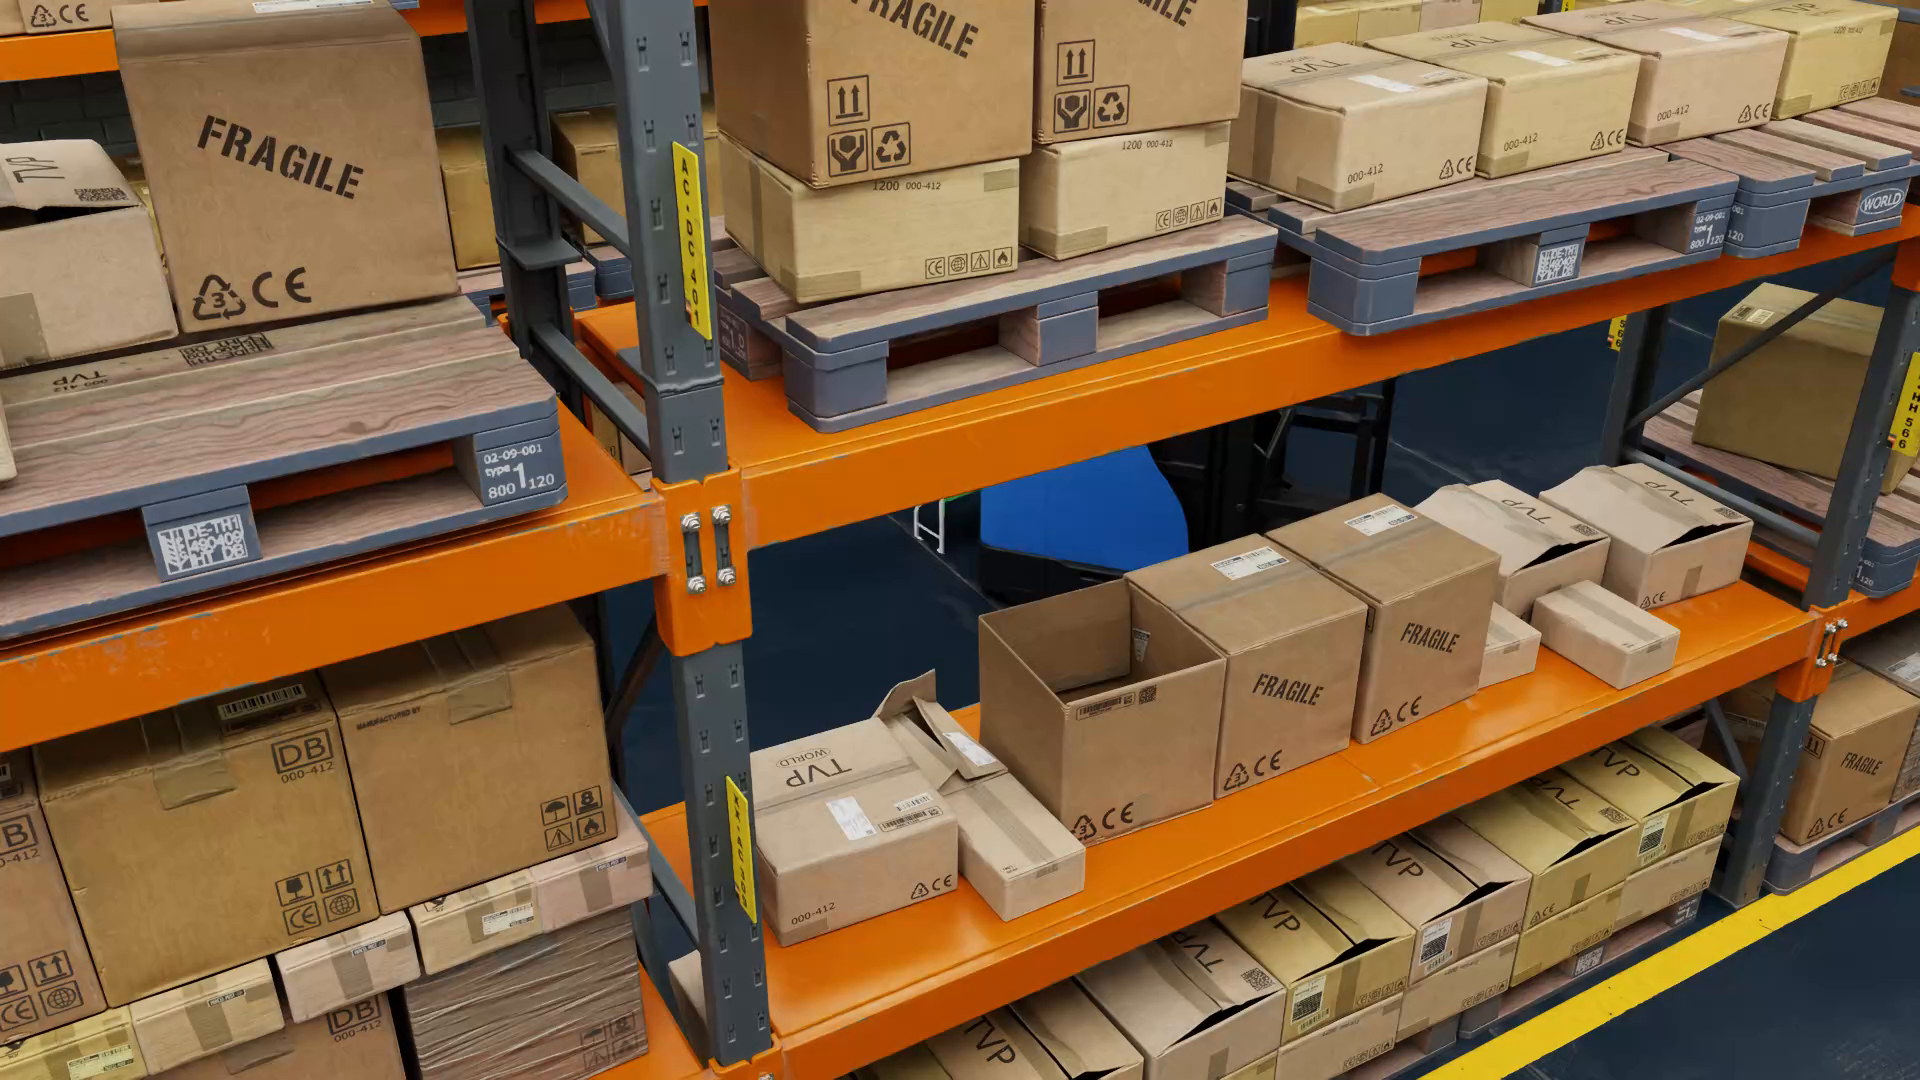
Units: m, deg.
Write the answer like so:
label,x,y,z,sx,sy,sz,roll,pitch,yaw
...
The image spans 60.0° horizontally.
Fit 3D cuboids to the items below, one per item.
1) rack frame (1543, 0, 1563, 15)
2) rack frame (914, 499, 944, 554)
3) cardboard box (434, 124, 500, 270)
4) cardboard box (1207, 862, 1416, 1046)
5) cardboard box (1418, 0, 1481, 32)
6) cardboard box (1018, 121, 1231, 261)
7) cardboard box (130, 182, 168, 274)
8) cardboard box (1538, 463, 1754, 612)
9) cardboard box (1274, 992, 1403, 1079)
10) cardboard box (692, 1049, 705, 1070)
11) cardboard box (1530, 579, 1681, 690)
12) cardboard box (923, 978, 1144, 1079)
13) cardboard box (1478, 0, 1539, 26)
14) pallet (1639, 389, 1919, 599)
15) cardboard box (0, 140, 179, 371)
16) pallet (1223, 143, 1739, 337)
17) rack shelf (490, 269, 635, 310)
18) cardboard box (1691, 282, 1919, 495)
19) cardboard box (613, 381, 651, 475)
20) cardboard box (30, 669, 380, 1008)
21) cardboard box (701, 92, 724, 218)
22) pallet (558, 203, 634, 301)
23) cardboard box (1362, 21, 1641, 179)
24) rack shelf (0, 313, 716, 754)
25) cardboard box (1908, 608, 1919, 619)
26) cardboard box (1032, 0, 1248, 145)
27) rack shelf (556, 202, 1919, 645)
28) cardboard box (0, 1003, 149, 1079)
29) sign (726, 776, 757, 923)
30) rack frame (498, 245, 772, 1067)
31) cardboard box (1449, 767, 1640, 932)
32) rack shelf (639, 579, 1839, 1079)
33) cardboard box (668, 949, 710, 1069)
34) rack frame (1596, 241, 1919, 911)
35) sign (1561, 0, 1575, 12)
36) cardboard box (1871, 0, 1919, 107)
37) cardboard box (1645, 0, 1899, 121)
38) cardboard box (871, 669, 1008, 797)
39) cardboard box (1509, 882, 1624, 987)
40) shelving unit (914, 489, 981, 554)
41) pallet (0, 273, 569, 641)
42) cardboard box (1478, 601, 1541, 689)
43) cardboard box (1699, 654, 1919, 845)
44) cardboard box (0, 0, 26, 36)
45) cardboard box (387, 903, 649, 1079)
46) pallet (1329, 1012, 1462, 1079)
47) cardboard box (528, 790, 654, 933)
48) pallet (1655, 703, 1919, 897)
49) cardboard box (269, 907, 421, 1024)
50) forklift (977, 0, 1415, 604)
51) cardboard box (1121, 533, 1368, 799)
label,x,y,z,sx,sy,sz,roll,pitch,yaw
rack frame,3.644,-3.187,11.420,0.127,3.000,1.000,-16,33,-26
rack frame,-0.161,-0.498,8.410,0.015,1.200,0.240,-21,35,-33
cardboard box,-2.312,-1.709,8.184,0.500,0.500,0.700,-12,31,-21
cardboard box,1.066,1.234,5.240,0.500,0.311,0.500,-15,32,-25
cardboard box,2.925,-3.356,10.518,0.500,0.250,0.500,-15,32,-25
cardboard box,0.267,-0.880,3.856,0.500,0.250,0.500,-19,34,-31
cardboard box,-3.505,-1.255,7.279,0.500,0.500,0.500,-16,33,-26
cardboard box,2.372,-0.035,5.801,0.500,0.311,0.500,-14,32,-23
cardboard box,1.058,1.482,5.371,0.500,0.250,0.500,-15,32,-25
cardboard box,-0.530,1.632,5.100,0.500,0.250,0.500,-16,33,-27
cardboard box,2.072,0.300,5.361,0.250,0.149,0.380,-16,33,-26
cardboard box,0.176,1.491,4.775,0.500,0.311,0.500,-16,33,-27
cardboard box,3.371,-3.477,10.738,0.500,0.250,0.500,-15,32,-25
pallet,3.257,-0.256,6.308,1.003,0.211,1.213,-16,33,-26
cardboard box,-1.774,-0.540,3.032,0.500,0.311,0.500,-18,34,-29
pallet,1.205,-0.897,4.362,1.213,0.211,1.003,-14,32,-24
rack shelf,-1.529,-1.403,8.933,4.000,0.370,1.077,-16,33,-26
cardboard box,3.194,-0.574,6.147,0.700,0.500,0.500,22,36,34
cardboard box,-1.747,-0.769,9.171,0.500,0.500,0.700,-15,32,-26
cardboard box,-1.555,0.458,3.370,0.500,0.500,0.700,-16,33,-26
cardboard box,-1.268,-2.011,8.730,0.500,0.500,0.700,-16,33,-26
pallet,-1.491,-1.622,8.783,1.213,0.211,1.003,-16,33,-26
cardboard box,1.403,-1.171,4.383,0.500,0.250,0.500,-17,33,-27
rack shelf,-2.465,0.325,2.696,4.000,0.370,1.077,-16,33,-26
cardboard box,4.129,0.513,6.847,0.500,0.500,0.500,-16,33,-27
cardboard box,0.290,-1.209,3.677,0.500,0.500,0.500,-13,31,-22
rack shelf,0.984,-0.654,4.470,4.000,0.370,1.077,-16,33,-26
cardboard box,-1.745,0.911,3.221,0.250,0.149,0.380,-16,33,-27
sign,-0.458,0.651,3.487,0.005,0.325,0.100,-16,33,-26
rack frame,-0.741,0.834,4.134,0.127,3.000,1.000,-16,33,-26
cardboard box,1.936,0.990,5.682,0.500,0.311,0.500,-16,33,-27
rack shelf,0.984,0.660,5.195,4.000,0.370,1.077,-16,33,-26
cardboard box,-0.537,1.390,4.957,0.500,0.311,0.500,-16,33,-26
rack frame,2.708,-0.145,5.908,0.127,3.000,1.000,-16,33,-26
sign,3.927,-3.435,10.754,0.005,0.325,0.100,-16,33,-26
cardboard box,3.067,-1.623,5.378,0.500,0.500,0.910,-16,33,-26
cardboard box,2.345,-1.442,4.874,0.500,0.250,0.500,-19,34,-30
cardboard box,-0.076,0.601,4.695,0.258,0.266,0.396,-17,33,-28
cardboard box,1.935,1.233,5.822,0.500,0.250,0.500,-16,33,-27
shelving unit,0.031,-0.570,8.541,0.503,1.200,0.258,-21,35,-33
pallet,-1.463,-0.221,3.033,1.213,0.211,1.003,-16,33,-26
cardboard box,1.637,0.301,5.361,0.250,0.149,0.380,-13,32,-23
cardboard box,3.245,0.764,6.392,0.500,0.500,0.500,-14,32,-24
cardboard box,-4.006,-2.249,6.493,0.500,0.500,0.500,-19,34,-30
cardboard box,-1.120,0.902,3.908,0.500,0.500,0.700,-17,33,-28
pallet,0.928,1.558,5.709,1.213,0.211,1.003,-16,33,-26
cardboard box,-0.867,0.662,3.671,0.250,0.149,0.380,-16,33,-26
pallet,3.371,0.909,6.885,1.213,0.211,1.003,-16,33,-26
cardboard box,-1.305,0.787,3.445,0.250,0.149,0.380,-17,33,-28
forklift,1.657,-0.976,7.485,3.031,2.935,1.130,10,30,17
cardboard box,0.816,0.358,4.894,0.500,0.500,0.500,-16,33,-26
